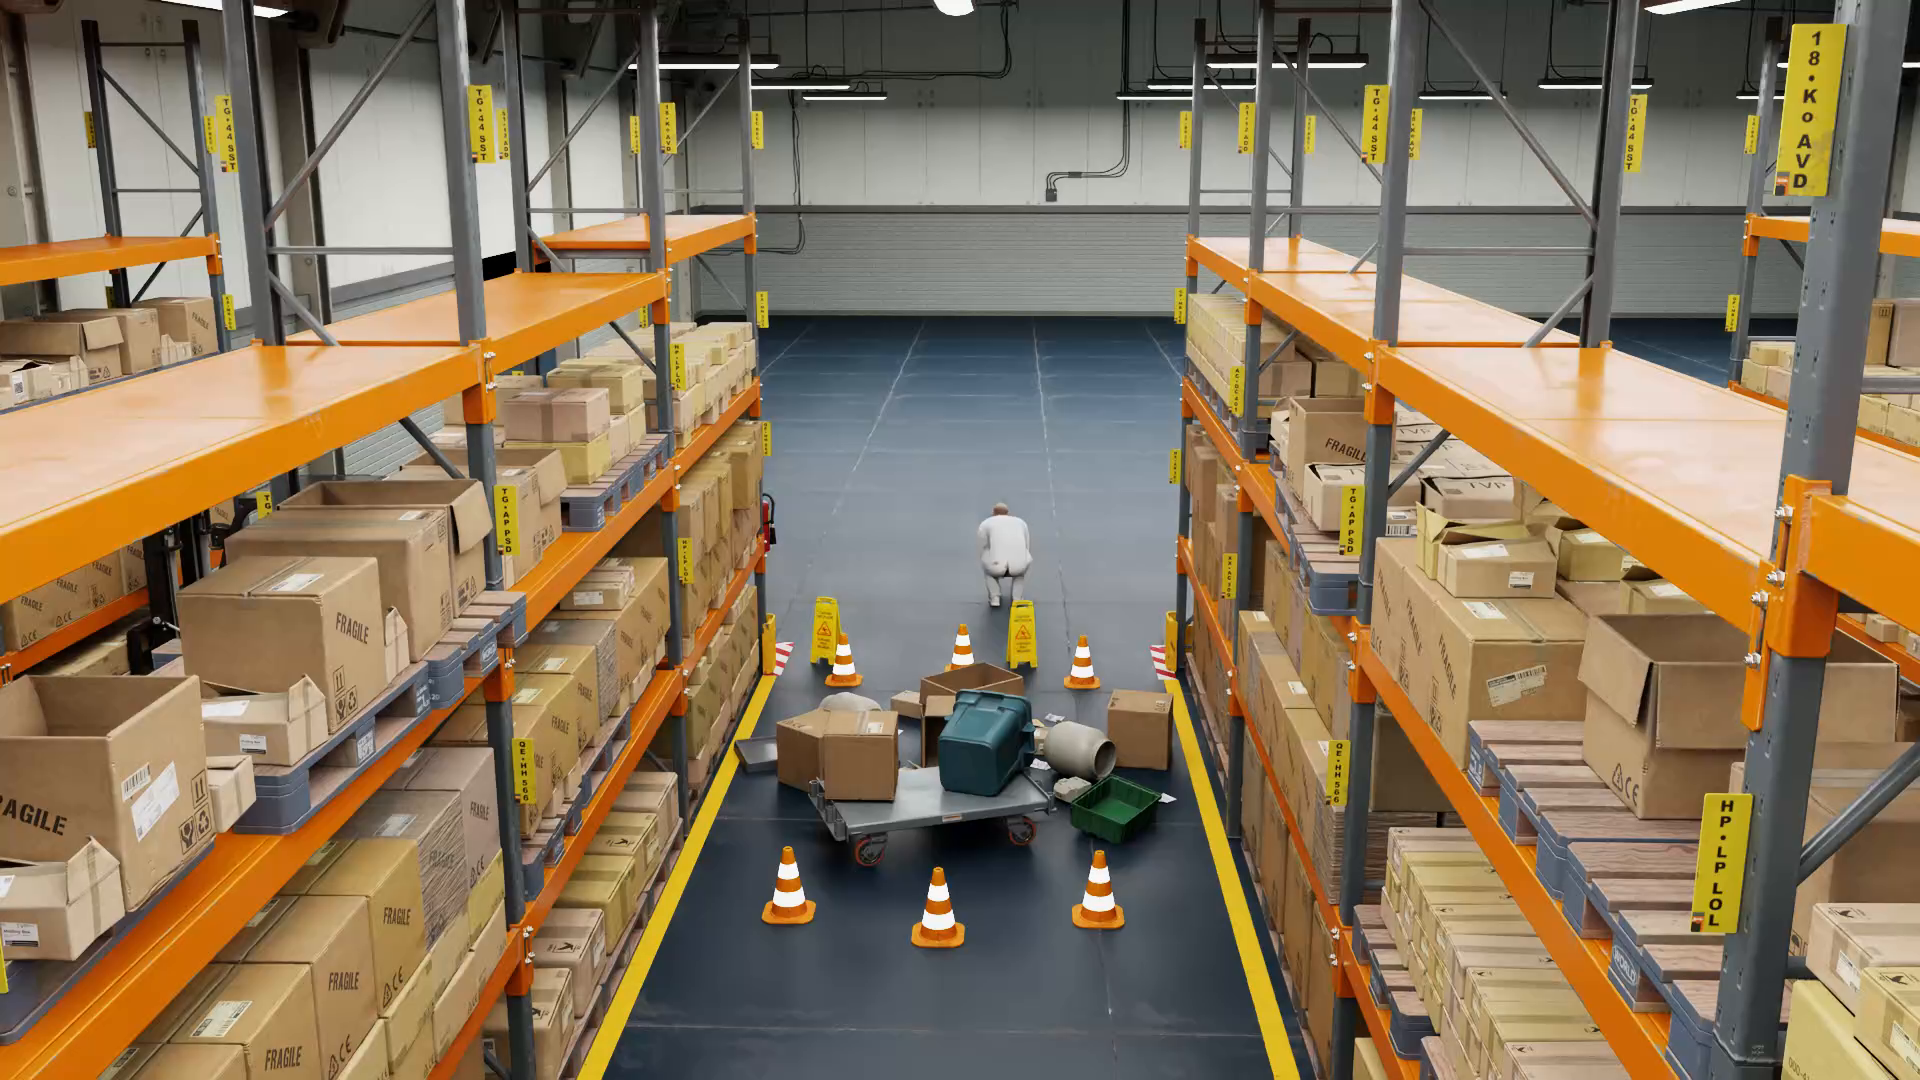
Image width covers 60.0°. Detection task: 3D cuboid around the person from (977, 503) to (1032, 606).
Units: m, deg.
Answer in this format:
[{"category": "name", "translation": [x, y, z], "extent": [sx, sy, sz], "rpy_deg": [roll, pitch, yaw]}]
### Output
[{"category": "person", "translation": [0.491, 0.161, 18.307], "extent": [0.607, 1.033, 0.896], "rpy_deg": [0, 14, 1]}]
